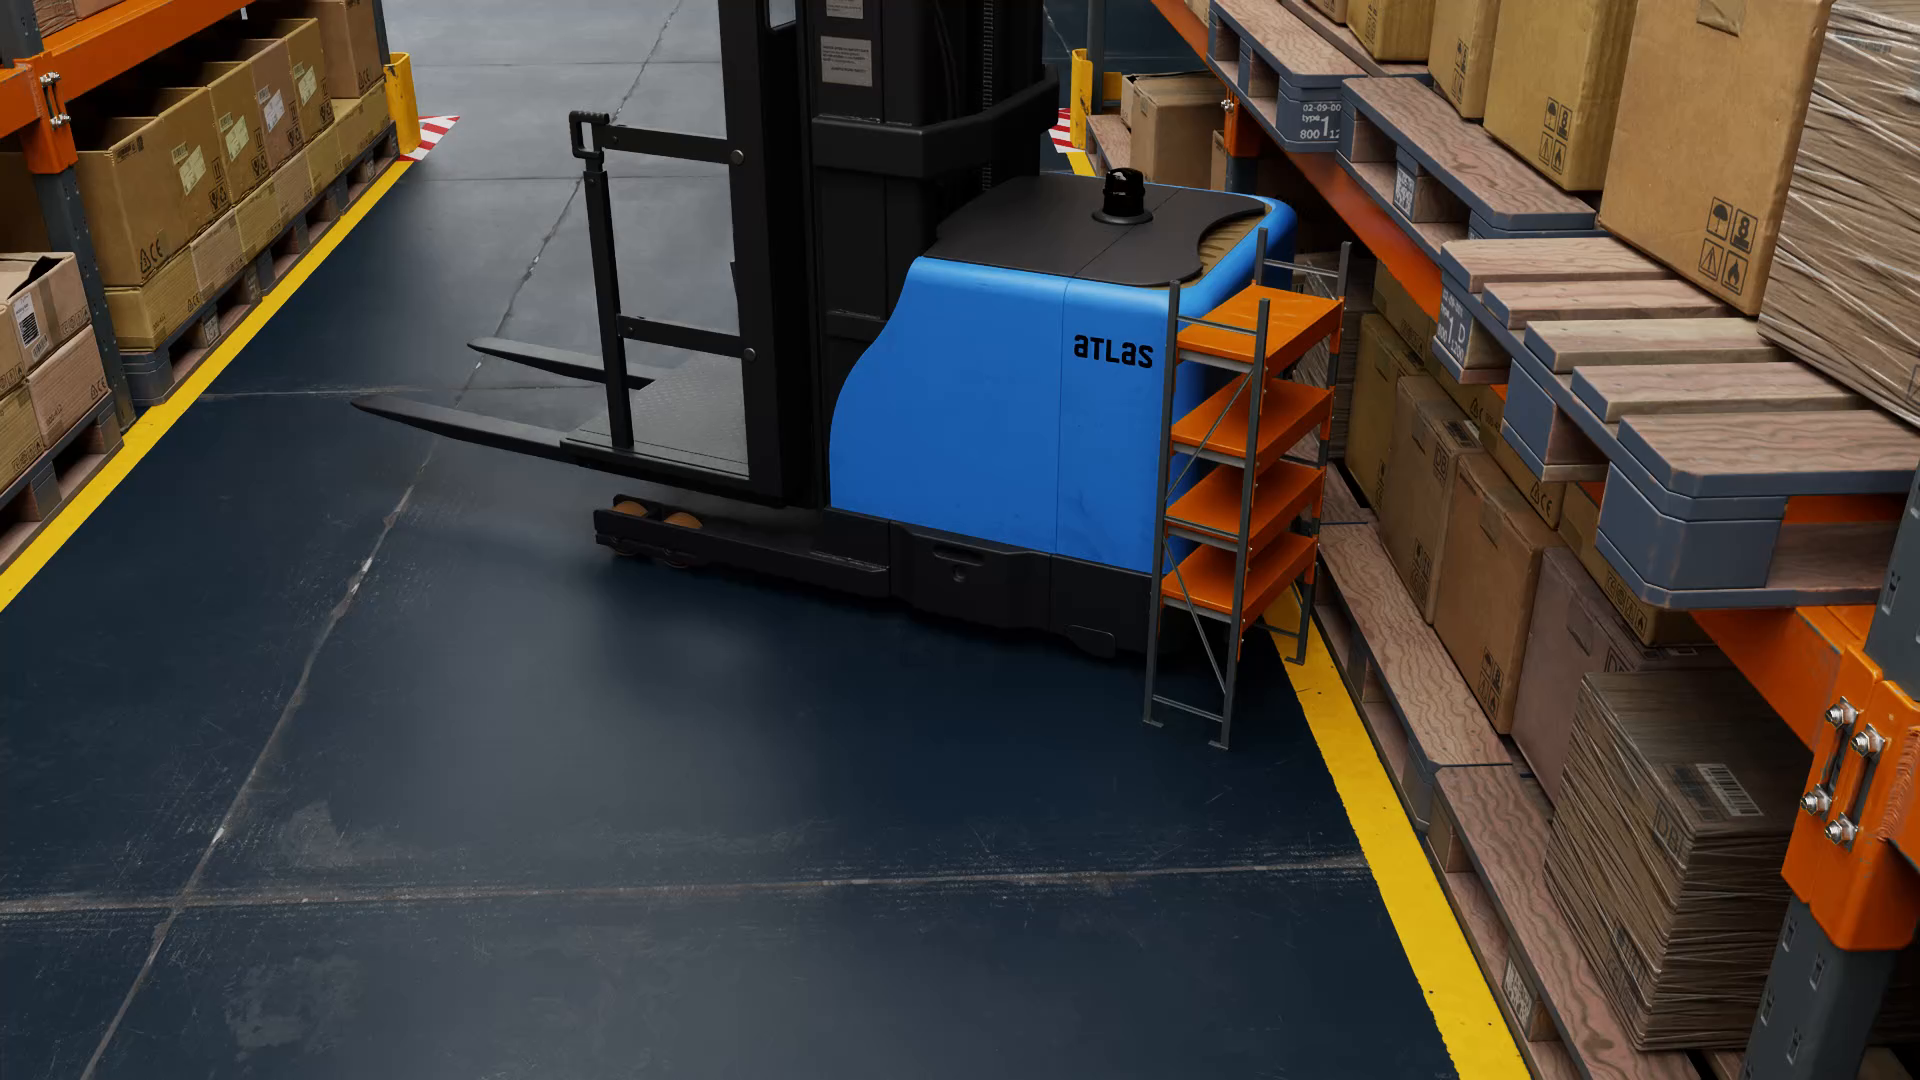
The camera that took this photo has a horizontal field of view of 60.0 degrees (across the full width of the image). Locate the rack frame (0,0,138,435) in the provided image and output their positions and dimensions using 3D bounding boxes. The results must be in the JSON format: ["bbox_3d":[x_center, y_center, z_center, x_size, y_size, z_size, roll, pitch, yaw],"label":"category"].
[{"bbox_3d":[-3.506,-1.725,5.314,1.000,3.000,0.127,-1,28,-3],"label":"rack frame"}]

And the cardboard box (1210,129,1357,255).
[{"bbox_3d":[1.347,-1.412,6.940,0.500,0.500,0.500,-3,28,-7],"label":"cardboard box"}]

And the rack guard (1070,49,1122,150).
[{"bbox_3d":[1.236,-2.550,9.599,1.175,0.500,0.348,-1,28,-3],"label":"rack guard"}]

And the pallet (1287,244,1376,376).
[{"bbox_3d":[1.370,-0.919,6.784,1.003,0.211,1.213,-1,28,-3],"label":"pallet"}]

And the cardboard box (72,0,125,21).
[{"bbox_3d":[-3.569,-2.218,6.150,0.700,0.500,0.500,-2,28,-3],"label":"cardboard box"}]

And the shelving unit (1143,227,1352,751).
[{"bbox_3d":[0.715,-0.123,4.188,0.258,1.200,0.503,17,32,29],"label":"shelving unit"}]

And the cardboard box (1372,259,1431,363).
[{"bbox_3d":[1.522,-0.723,4.809,0.500,0.250,0.500,-2,28,-4],"label":"cardboard box"}]

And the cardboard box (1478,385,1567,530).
[{"bbox_3d":[1.561,-0.252,3.906,0.500,0.250,0.500,-2,28,-3],"label":"cardboard box"}]

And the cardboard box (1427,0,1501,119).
[{"bbox_3d":[1.521,-1.288,3.893,0.700,0.500,0.500,2,28,4],"label":"cardboard box"}]

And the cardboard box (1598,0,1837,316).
[{"bbox_3d":[1.559,-0.713,2.789,0.700,0.500,0.500,-4,28,-7],"label":"cardboard box"}]

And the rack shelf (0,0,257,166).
[{"bbox_3d":[-3.610,-2.330,7.251,1.077,0.370,4.000,-1,28,-3],"label":"rack shelf"}]

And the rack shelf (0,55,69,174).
[{"bbox_3d":[-3.402,-0.483,3.709,1.077,0.370,4.000,-1,28,-3],"label":"rack shelf"}]

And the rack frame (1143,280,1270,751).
[{"bbox_3d":[0.582,-0.028,4.007,0.240,1.200,0.015,17,32,29],"label":"rack frame"}]

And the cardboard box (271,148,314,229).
[{"bbox_3d":[-3.301,-1.606,7.606,0.500,0.250,0.500,-1,28,-3],"label":"cardboard box"}]

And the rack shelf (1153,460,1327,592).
[{"bbox_3d":[0.715,-0.063,4.219,0.258,0.148,0.480,17,32,29],"label":"rack shelf"}]

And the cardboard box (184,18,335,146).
[{"bbox_3d":[-3.323,-2.170,7.875,0.500,0.500,0.500,-1,28,-3],"label":"cardboard box"}]

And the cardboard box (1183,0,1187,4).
[{"bbox_3d":[1.096,-2.231,6.424,0.500,0.250,0.500,-1,28,-2],"label":"cardboard box"}]

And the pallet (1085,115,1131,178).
[{"bbox_3d":[1.243,-2.046,8.945,1.003,0.211,1.213,-1,28,-3],"label":"pallet"}]

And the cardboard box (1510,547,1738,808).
[{"bbox_3d":[1.649,0.342,3.578,0.700,0.500,0.500,-1,28,-3],"label":"cardboard box"}]

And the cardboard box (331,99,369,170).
[{"bbox_3d":[-3.354,-2.068,8.491,0.500,0.250,0.500,-1,28,-3],"label":"cardboard box"}]

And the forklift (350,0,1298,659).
[{"bbox_3d":[-0.568,-1.420,4.803,3.031,2.935,1.130,12,30,22],"label":"forklift"}]

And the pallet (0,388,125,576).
[{"bbox_3d":[-3.429,-0.149,5.308,1.003,0.211,1.213,-1,28,-3],"label":"pallet"}]

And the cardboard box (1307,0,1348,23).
[{"bbox_3d":[1.433,-1.850,4.970,0.700,0.500,0.500,-1,28,-2],"label":"cardboard box"}]

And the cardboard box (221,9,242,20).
[{"bbox_3d":[-3.881,-2.388,8.293,0.500,0.500,0.500,-1,28,-3],"label":"cardboard box"}]

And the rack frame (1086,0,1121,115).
[{"bbox_3d":[1.232,-3.694,9.088,1.000,3.000,0.127,-1,28,-3],"label":"rack frame"}]

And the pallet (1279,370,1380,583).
[{"bbox_3d":[1.483,-0.251,5.502,1.003,0.211,1.213,-1,28,-3],"label":"pallet"}]

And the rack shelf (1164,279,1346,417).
[{"bbox_3d":[0.715,-0.471,4.006,0.258,0.148,0.480,17,32,29],"label":"rack shelf"}]

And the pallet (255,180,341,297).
[{"bbox_3d":[-3.572,-1.422,7.748,1.003,0.211,1.213,-1,28,-3],"label":"pallet"}]

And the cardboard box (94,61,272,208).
[{"bbox_3d":[-3.270,-1.708,6.990,0.500,0.500,0.500,-1,28,-3],"label":"cardboard box"}]

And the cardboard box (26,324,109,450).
[{"bbox_3d":[-3.195,-0.508,5.499,0.500,0.250,0.500,-2,28,-3],"label":"cardboard box"}]

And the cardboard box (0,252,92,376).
[{"bbox_3d":[-3.199,-0.761,5.378,0.500,0.311,0.500,-1,28,-3],"label":"cardboard box"}]

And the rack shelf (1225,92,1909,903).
[{"bbox_3d":[1.545,-0.604,3.942,1.077,0.370,4.000,-1,28,-3],"label":"rack shelf"}]

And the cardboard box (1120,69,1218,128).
[{"bbox_3d":[1.178,-2.375,8.992,0.500,0.311,0.500,-4,28,-8],"label":"cardboard box"}]

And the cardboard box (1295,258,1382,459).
[{"bbox_3d":[1.496,-0.594,5.372,0.700,0.500,0.500,0,28,-1],"label":"cardboard box"}]

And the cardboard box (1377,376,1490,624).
[{"bbox_3d":[1.559,-0.120,4.463,0.700,0.500,0.500,-1,28,-2],"label":"cardboard box"}]

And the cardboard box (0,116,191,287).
[{"bbox_3d":[-3.218,-1.246,6.104,0.500,0.500,0.500,-1,28,-3],"label":"cardboard box"}]

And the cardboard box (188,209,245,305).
[{"bbox_3d":[-3.248,-1.145,6.720,0.500,0.250,0.500,-1,28,-3],"label":"cardboard box"}]

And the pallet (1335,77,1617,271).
[{"bbox_3d":[1.505,-0.827,3.800,1.003,0.211,1.213,-1,28,-3],"label":"pallet"}]
